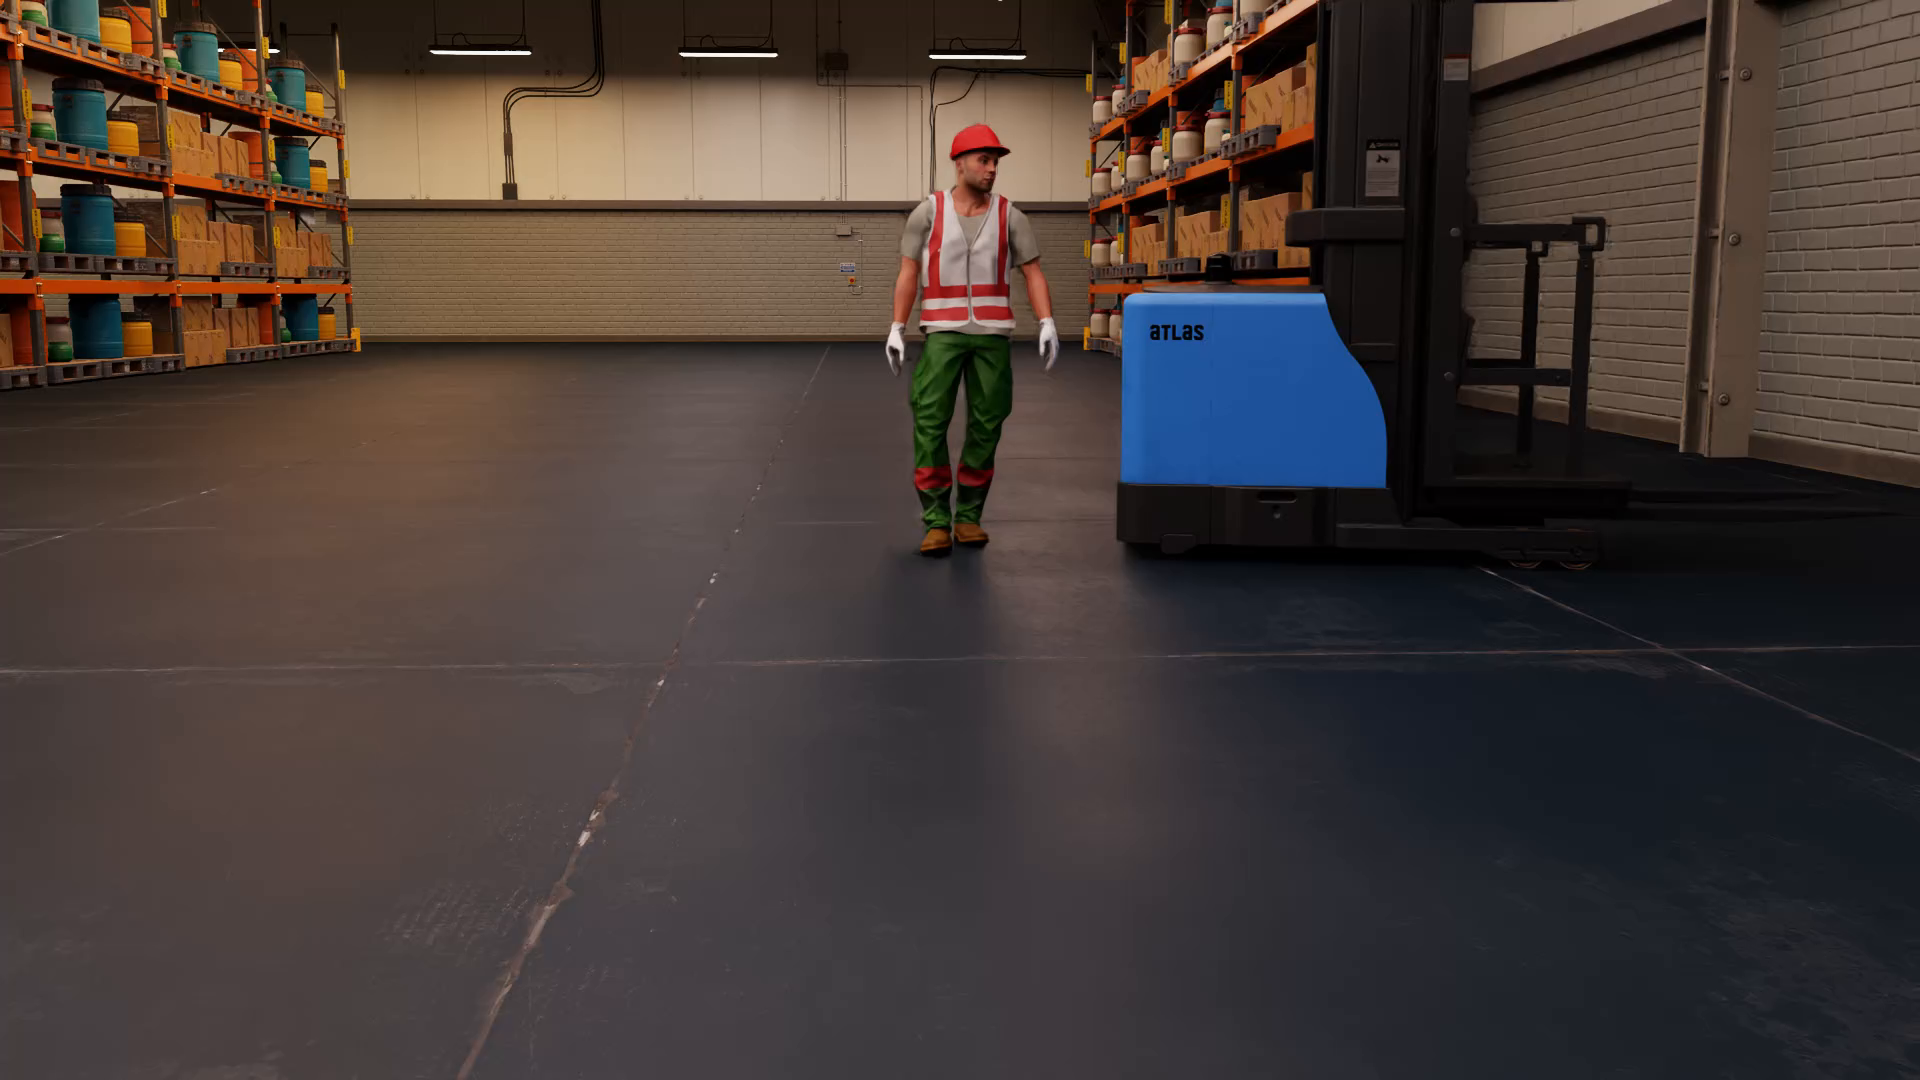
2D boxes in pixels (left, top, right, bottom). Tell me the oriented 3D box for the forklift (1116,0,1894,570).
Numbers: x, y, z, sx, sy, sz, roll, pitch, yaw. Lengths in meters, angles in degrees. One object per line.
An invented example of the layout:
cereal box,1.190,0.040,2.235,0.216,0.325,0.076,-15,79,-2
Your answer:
forklift,2.201,-1.414,6.852,3.031,2.935,1.130,1,9,7

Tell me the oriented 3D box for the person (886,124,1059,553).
person,0.061,-0.842,6.982,0.717,1.781,0.585,-1,9,-8
